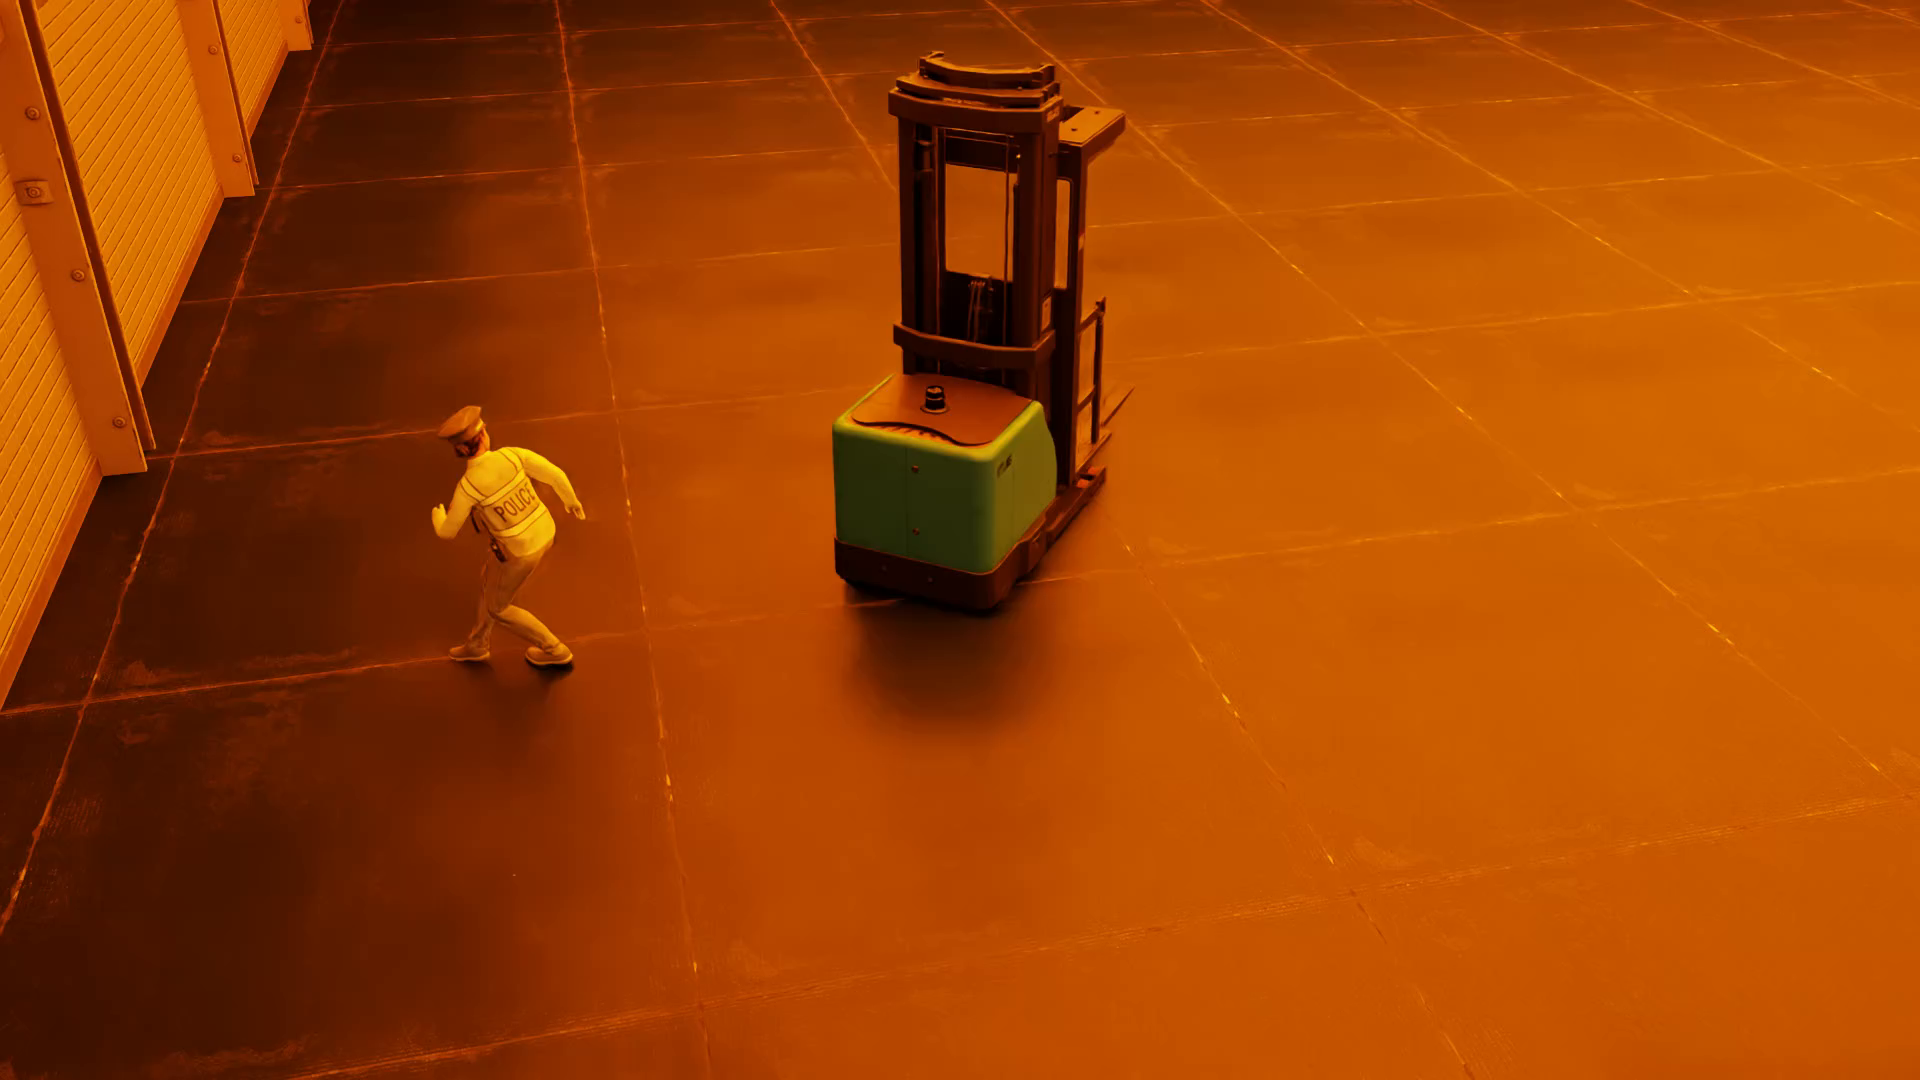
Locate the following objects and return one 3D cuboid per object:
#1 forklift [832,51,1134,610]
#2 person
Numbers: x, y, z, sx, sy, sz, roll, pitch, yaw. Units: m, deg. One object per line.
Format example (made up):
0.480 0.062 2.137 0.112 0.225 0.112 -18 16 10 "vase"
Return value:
0.323 -1.582 10.307 1.130 2.935 3.031 13 32 21 "forklift"
-2.500 -0.042 9.057 0.753 1.553 0.722 12 32 20 "person"
